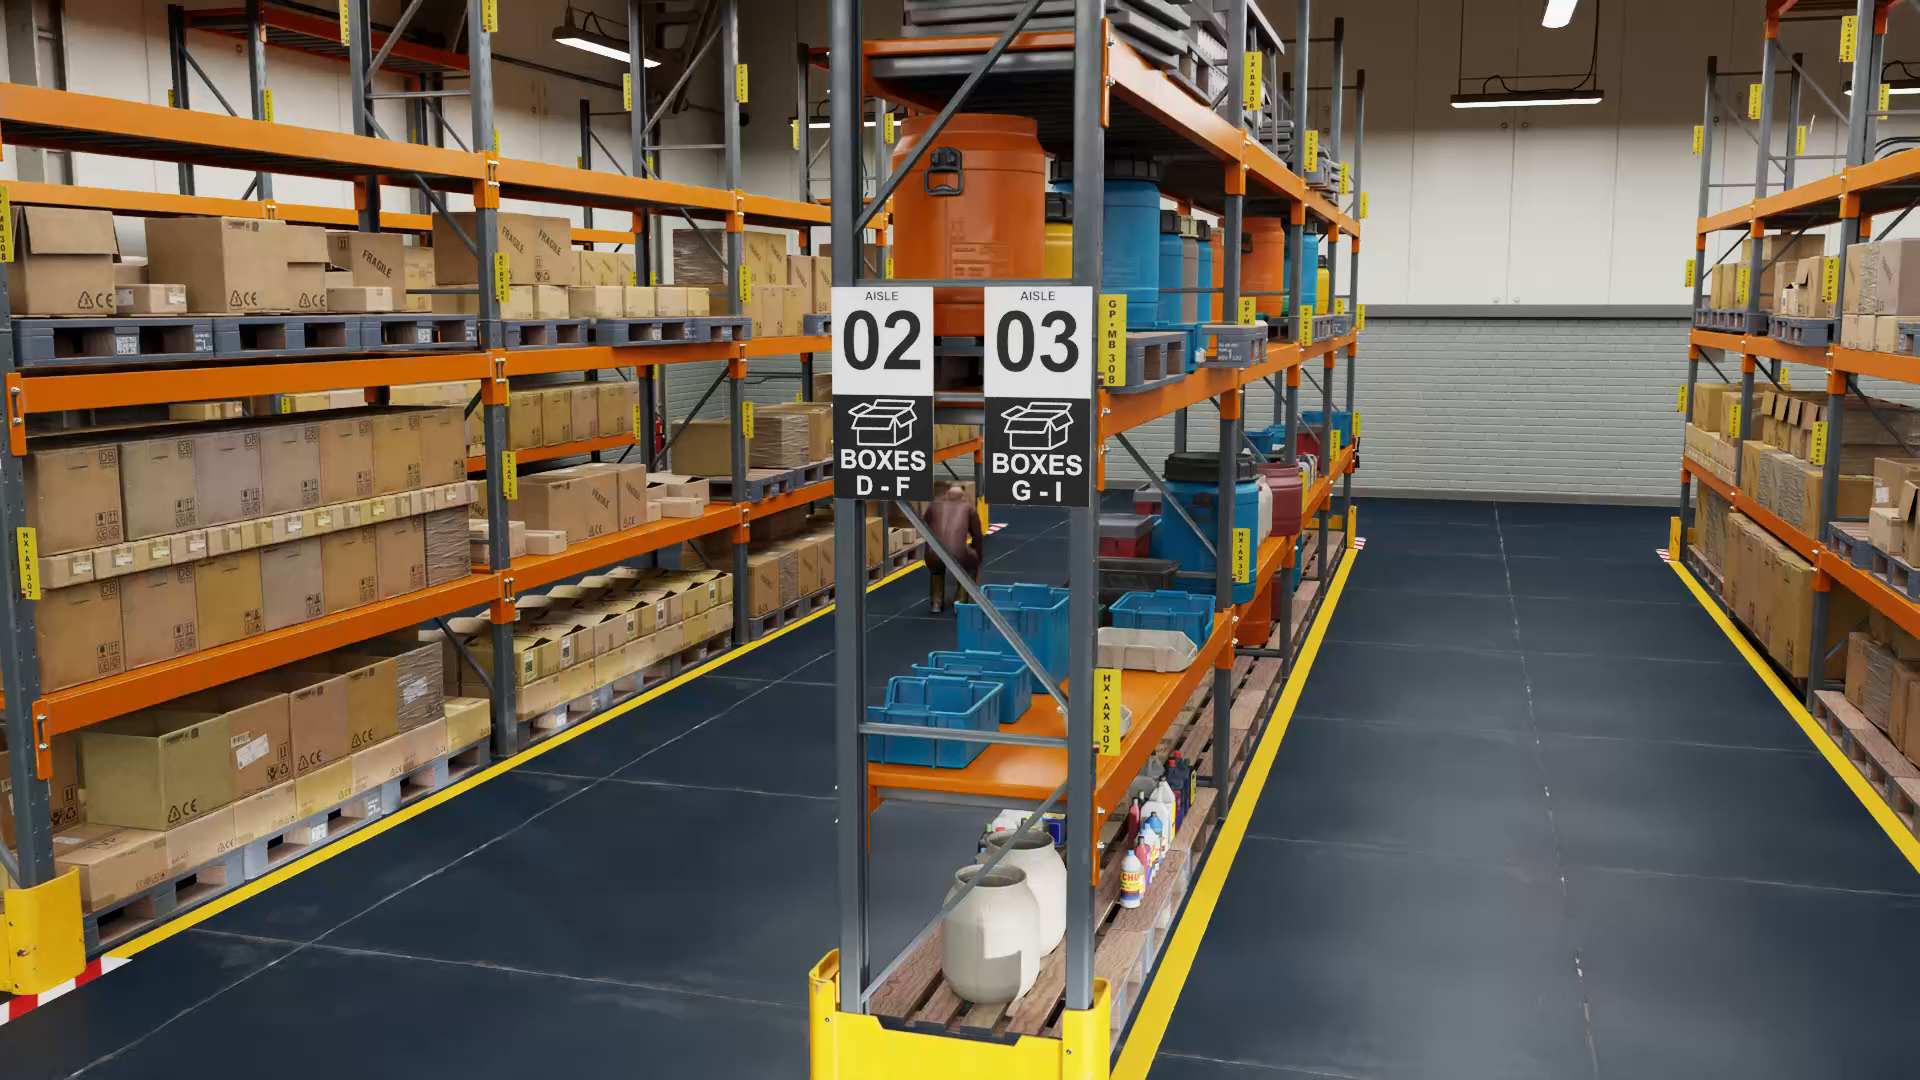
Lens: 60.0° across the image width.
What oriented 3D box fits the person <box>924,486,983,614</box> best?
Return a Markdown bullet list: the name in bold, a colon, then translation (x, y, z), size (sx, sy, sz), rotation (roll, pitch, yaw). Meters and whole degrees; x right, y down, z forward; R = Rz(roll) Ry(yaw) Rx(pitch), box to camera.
- **person**: translation (-0.105, 0.107, 17.030), size (0.630, 1.242, 0.797), rotation (2, 8, 16)
